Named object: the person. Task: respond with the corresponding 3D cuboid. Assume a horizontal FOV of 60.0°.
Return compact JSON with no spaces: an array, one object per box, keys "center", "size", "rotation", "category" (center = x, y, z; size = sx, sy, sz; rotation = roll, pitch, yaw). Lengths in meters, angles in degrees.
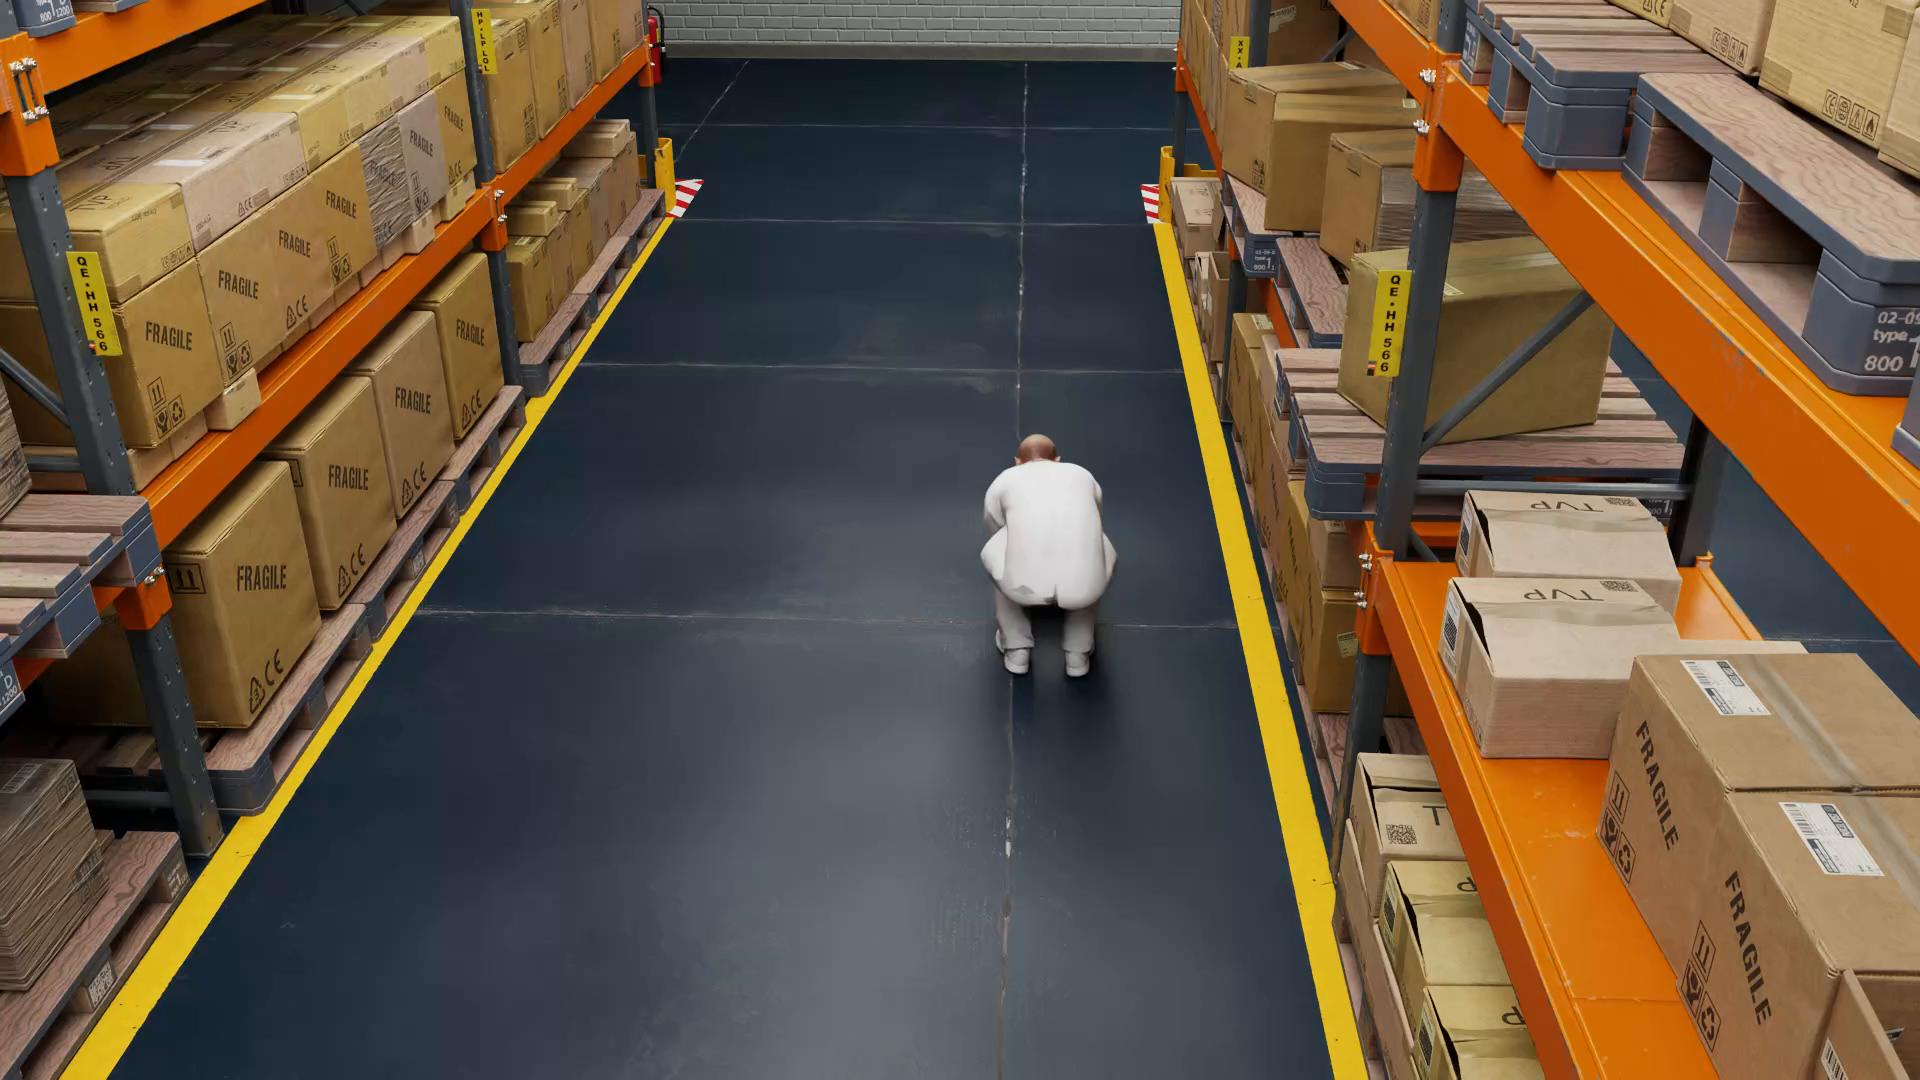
[{"center":[0.376,0.086,7.078],"size":[0.577,0.828,0.935],"rotation":[0,28,1],"category":"person"}]
